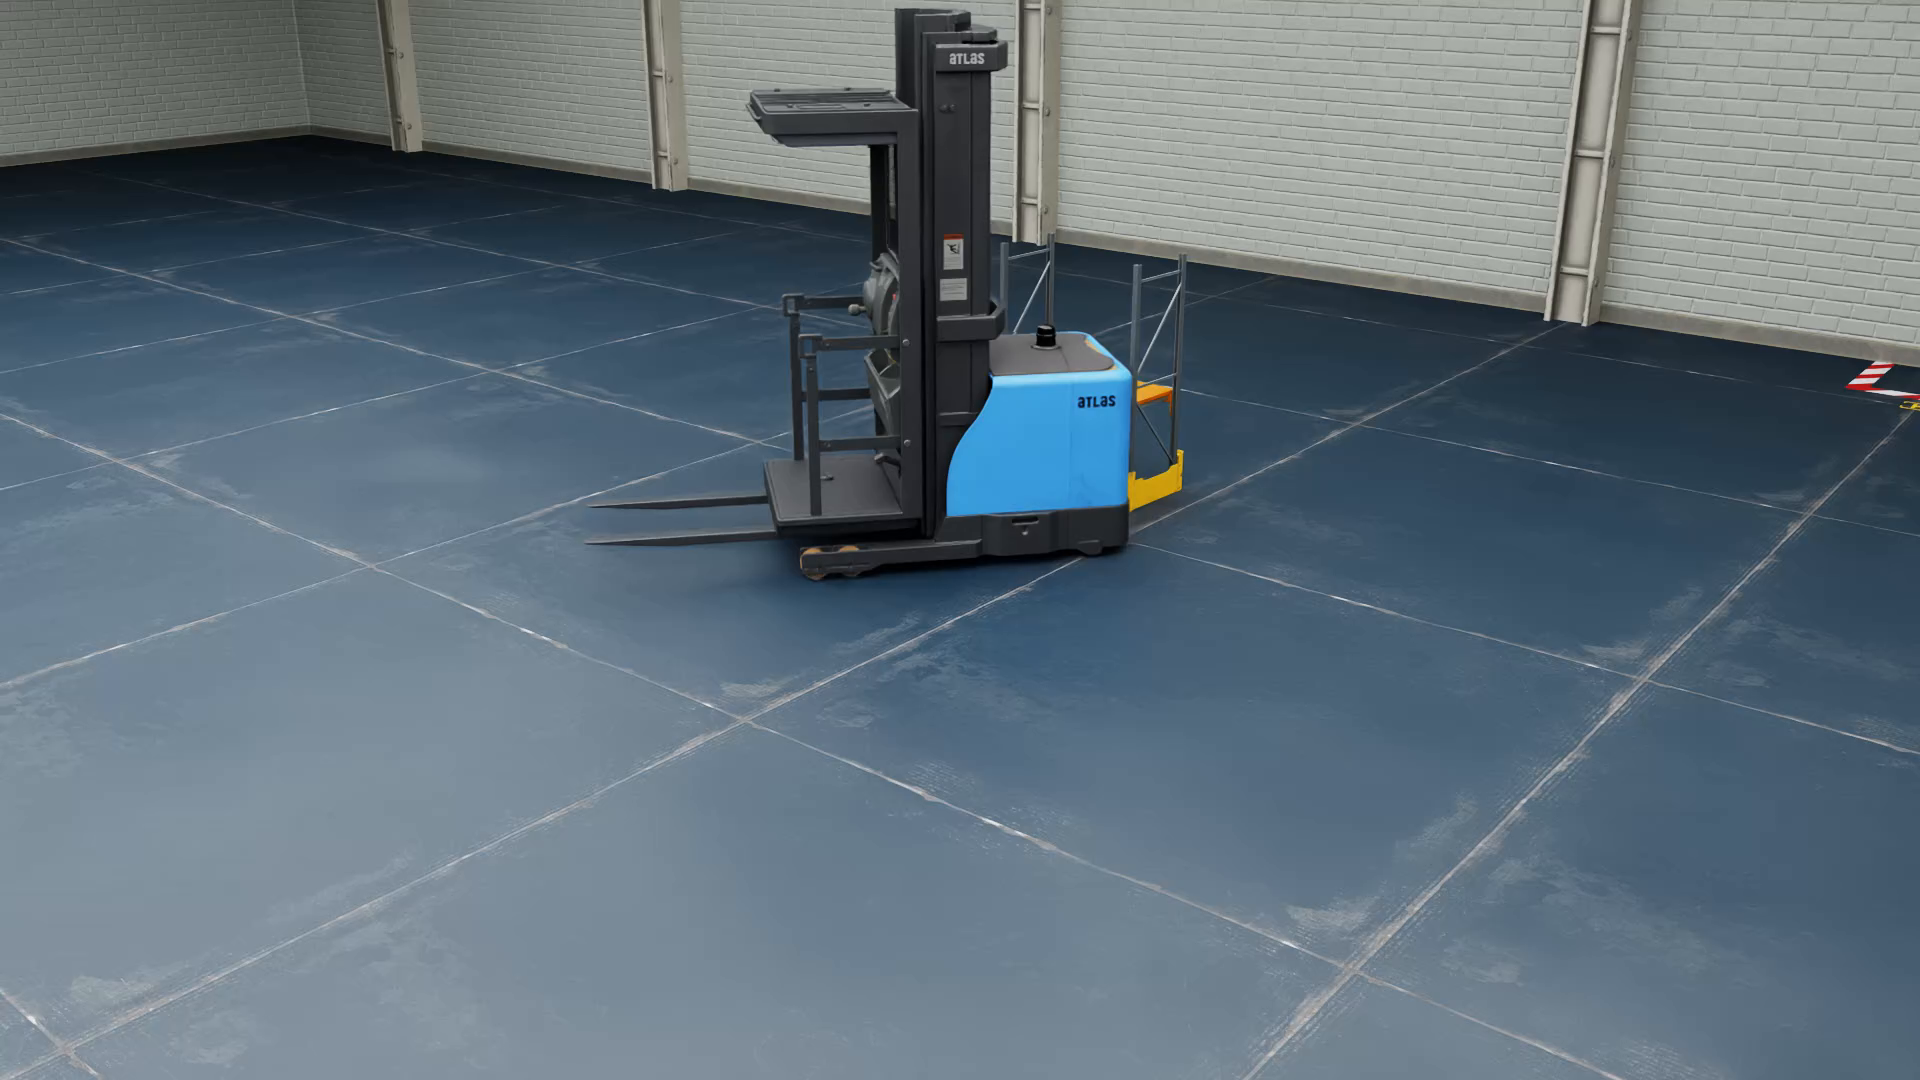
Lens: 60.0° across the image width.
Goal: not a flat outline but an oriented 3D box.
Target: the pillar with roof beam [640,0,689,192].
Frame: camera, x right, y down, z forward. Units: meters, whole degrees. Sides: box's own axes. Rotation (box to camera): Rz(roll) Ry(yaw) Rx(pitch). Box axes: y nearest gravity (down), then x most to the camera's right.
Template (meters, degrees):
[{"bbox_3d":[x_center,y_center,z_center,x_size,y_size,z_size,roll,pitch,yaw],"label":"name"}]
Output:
[{"bbox_3d":[-6.544,-7.679,17.279,0.400,9.000,9.100,16,26,36],"label":"pillar with roof beam"}]

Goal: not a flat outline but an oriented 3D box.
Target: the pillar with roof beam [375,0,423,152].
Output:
[{"bbox_3d":[-11.192,-9.018,20.829,0.400,9.000,9.100,16,26,36],"label":"pillar with roof beam"}]

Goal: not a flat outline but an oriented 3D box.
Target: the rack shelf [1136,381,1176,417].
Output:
[{"bbox_3d":[0.806,-0.908,10.460,1.000,0.185,0.538,18,27,39],"label":"rack shelf"}]

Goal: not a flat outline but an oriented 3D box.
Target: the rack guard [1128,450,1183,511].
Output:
[{"bbox_3d":[1.184,-0.372,10.301,0.087,0.250,0.587,18,27,39],"label":"rack guard"}]

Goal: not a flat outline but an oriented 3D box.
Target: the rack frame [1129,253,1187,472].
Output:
[{"bbox_3d":[1.185,-0.957,10.079,0.032,1.500,0.500,18,27,39],"label":"rack frame"}]

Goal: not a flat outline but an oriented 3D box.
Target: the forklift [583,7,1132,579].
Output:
[{"bbox_3d":[-0.609,-1.359,9.119,3.031,2.935,1.130,-4,21,-10],"label":"forklift"}]

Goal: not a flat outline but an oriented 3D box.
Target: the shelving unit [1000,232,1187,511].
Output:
[{"bbox_3d":[0.813,-1.074,10.391,1.083,1.500,0.587,18,27,39],"label":"shelving unit"}]

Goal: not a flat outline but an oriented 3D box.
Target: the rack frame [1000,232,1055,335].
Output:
[{"bbox_3d":[0.428,-1.196,10.715,0.032,1.500,0.500,18,27,39],"label":"rack frame"}]

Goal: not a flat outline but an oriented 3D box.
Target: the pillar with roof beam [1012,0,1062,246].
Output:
[{"bbox_3d":[-1.895,-6.341,13.729,0.400,9.000,9.100,16,26,36],"label":"pillar with roof beam"}]

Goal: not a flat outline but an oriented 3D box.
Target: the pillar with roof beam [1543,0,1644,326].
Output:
[{"bbox_3d":[2.753,-5.002,10.179,0.400,9.000,9.100,16,26,36],"label":"pillar with roof beam"}]
